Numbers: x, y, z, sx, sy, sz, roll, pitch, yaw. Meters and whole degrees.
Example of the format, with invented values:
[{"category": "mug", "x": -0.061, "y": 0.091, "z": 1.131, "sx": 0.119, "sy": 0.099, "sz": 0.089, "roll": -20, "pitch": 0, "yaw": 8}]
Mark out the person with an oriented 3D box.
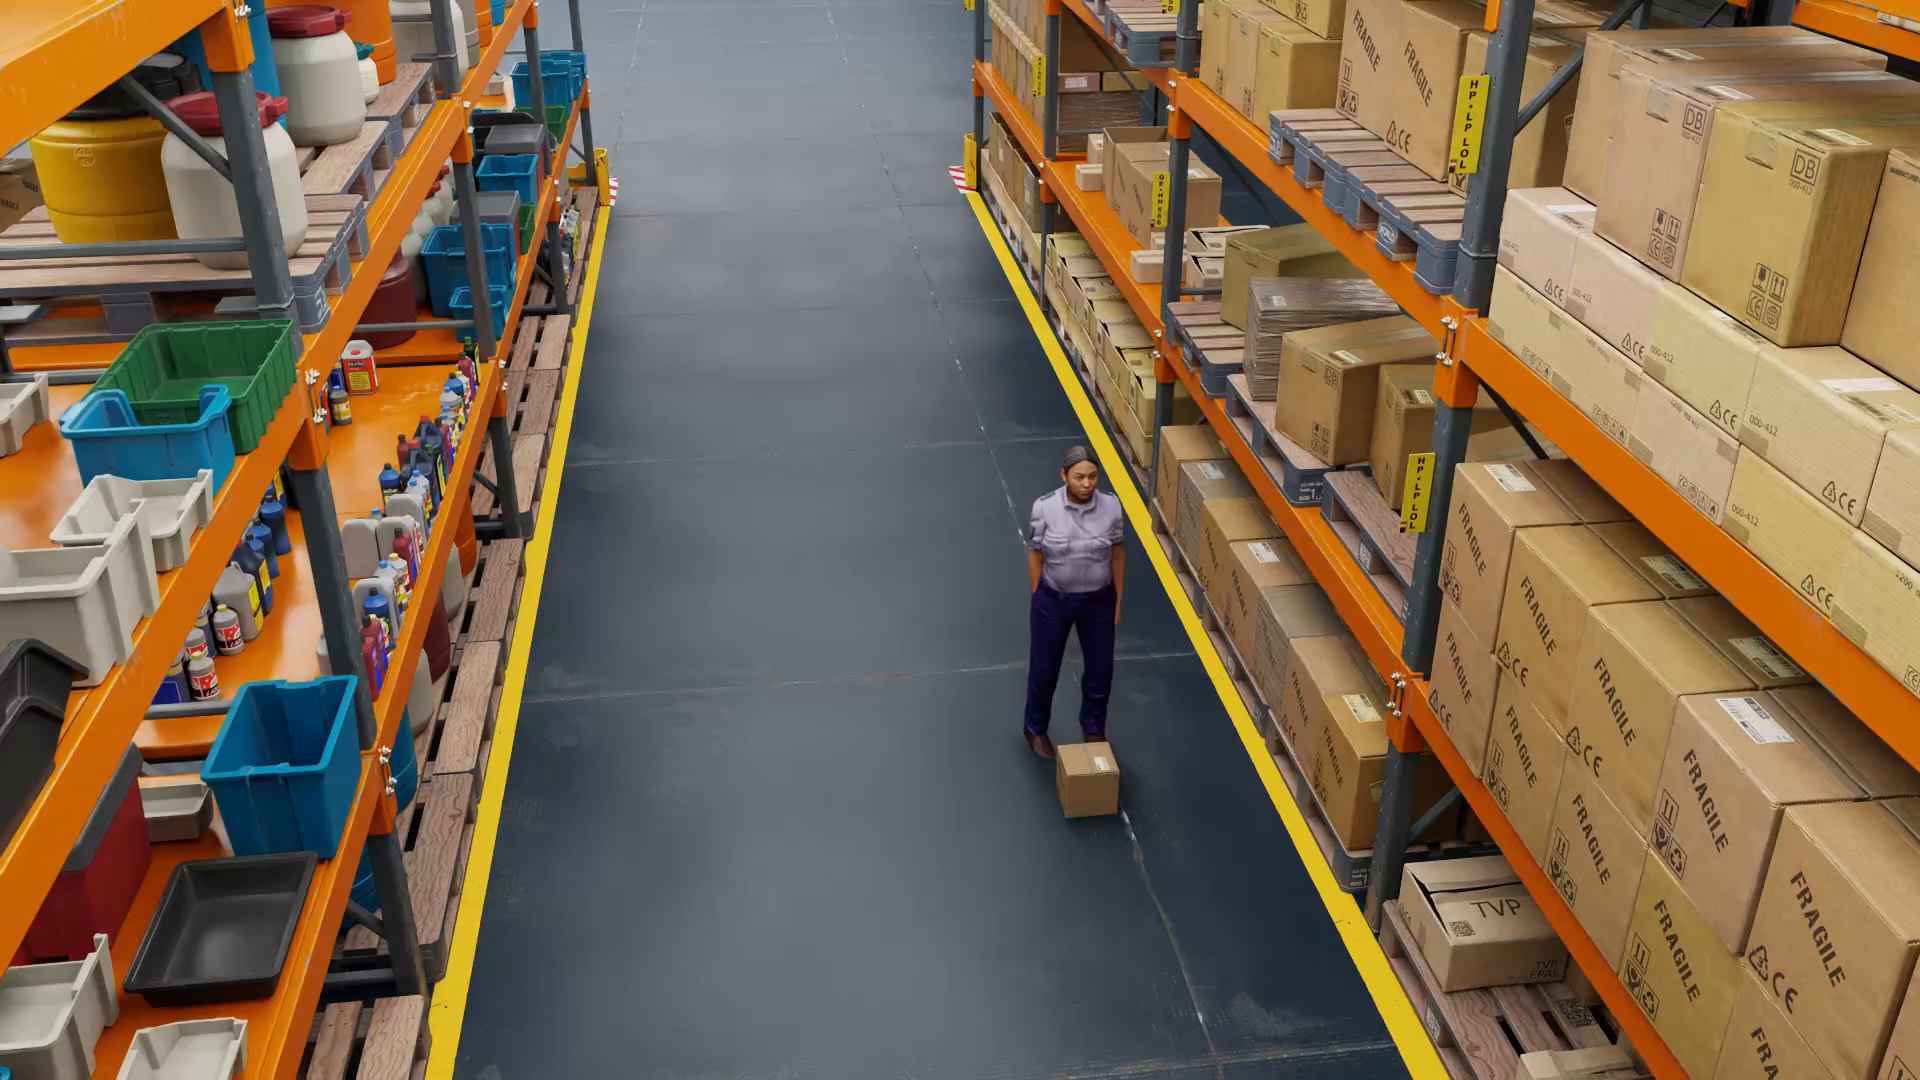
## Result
[{"category": "person", "x": 0.564, "y": 0.325, "z": 8.041, "sx": 0.468, "sy": 1.673, "sz": 0.344, "roll": -3, "pitch": 27, "yaw": -6}]
